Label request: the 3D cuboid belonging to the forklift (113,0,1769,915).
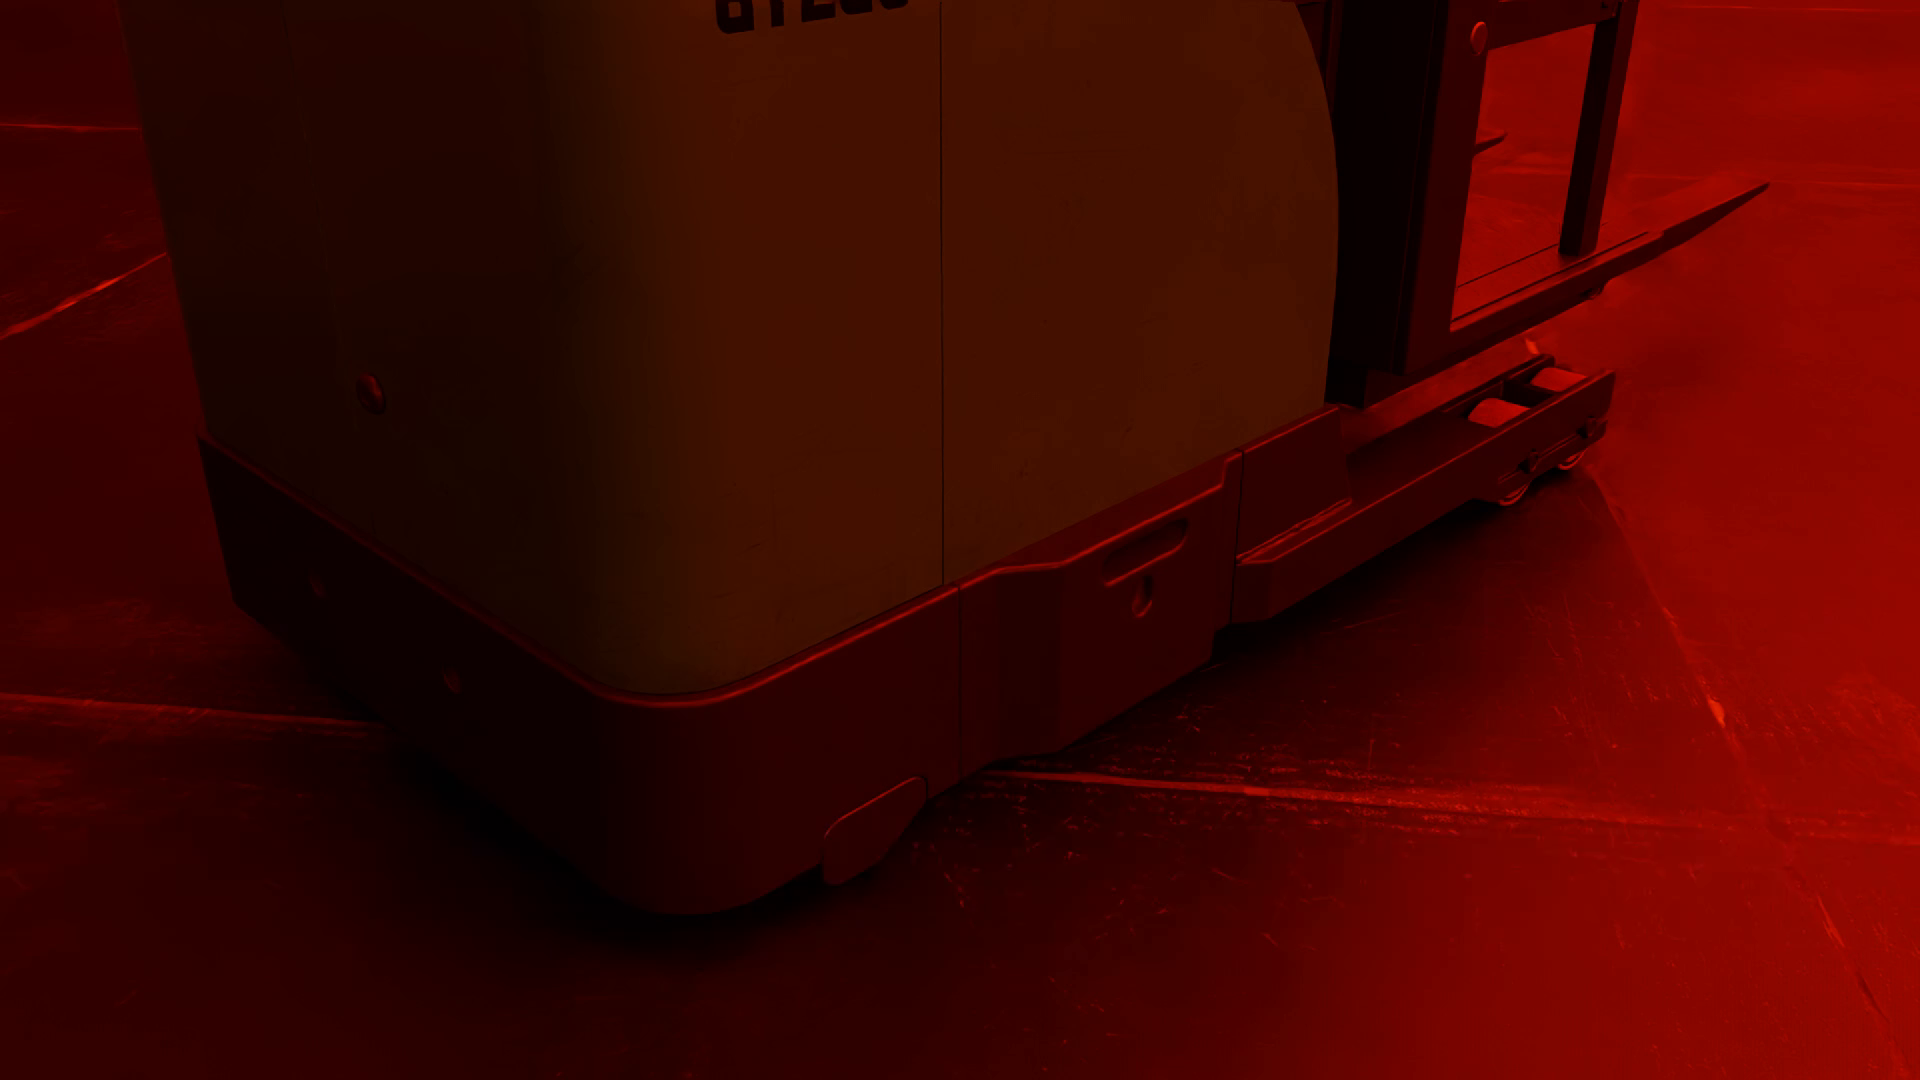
[{"bbox_3d":[0.425,-1.509,2.241,1.130,2.935,3.031,24,35,39],"label":"forklift"}]
